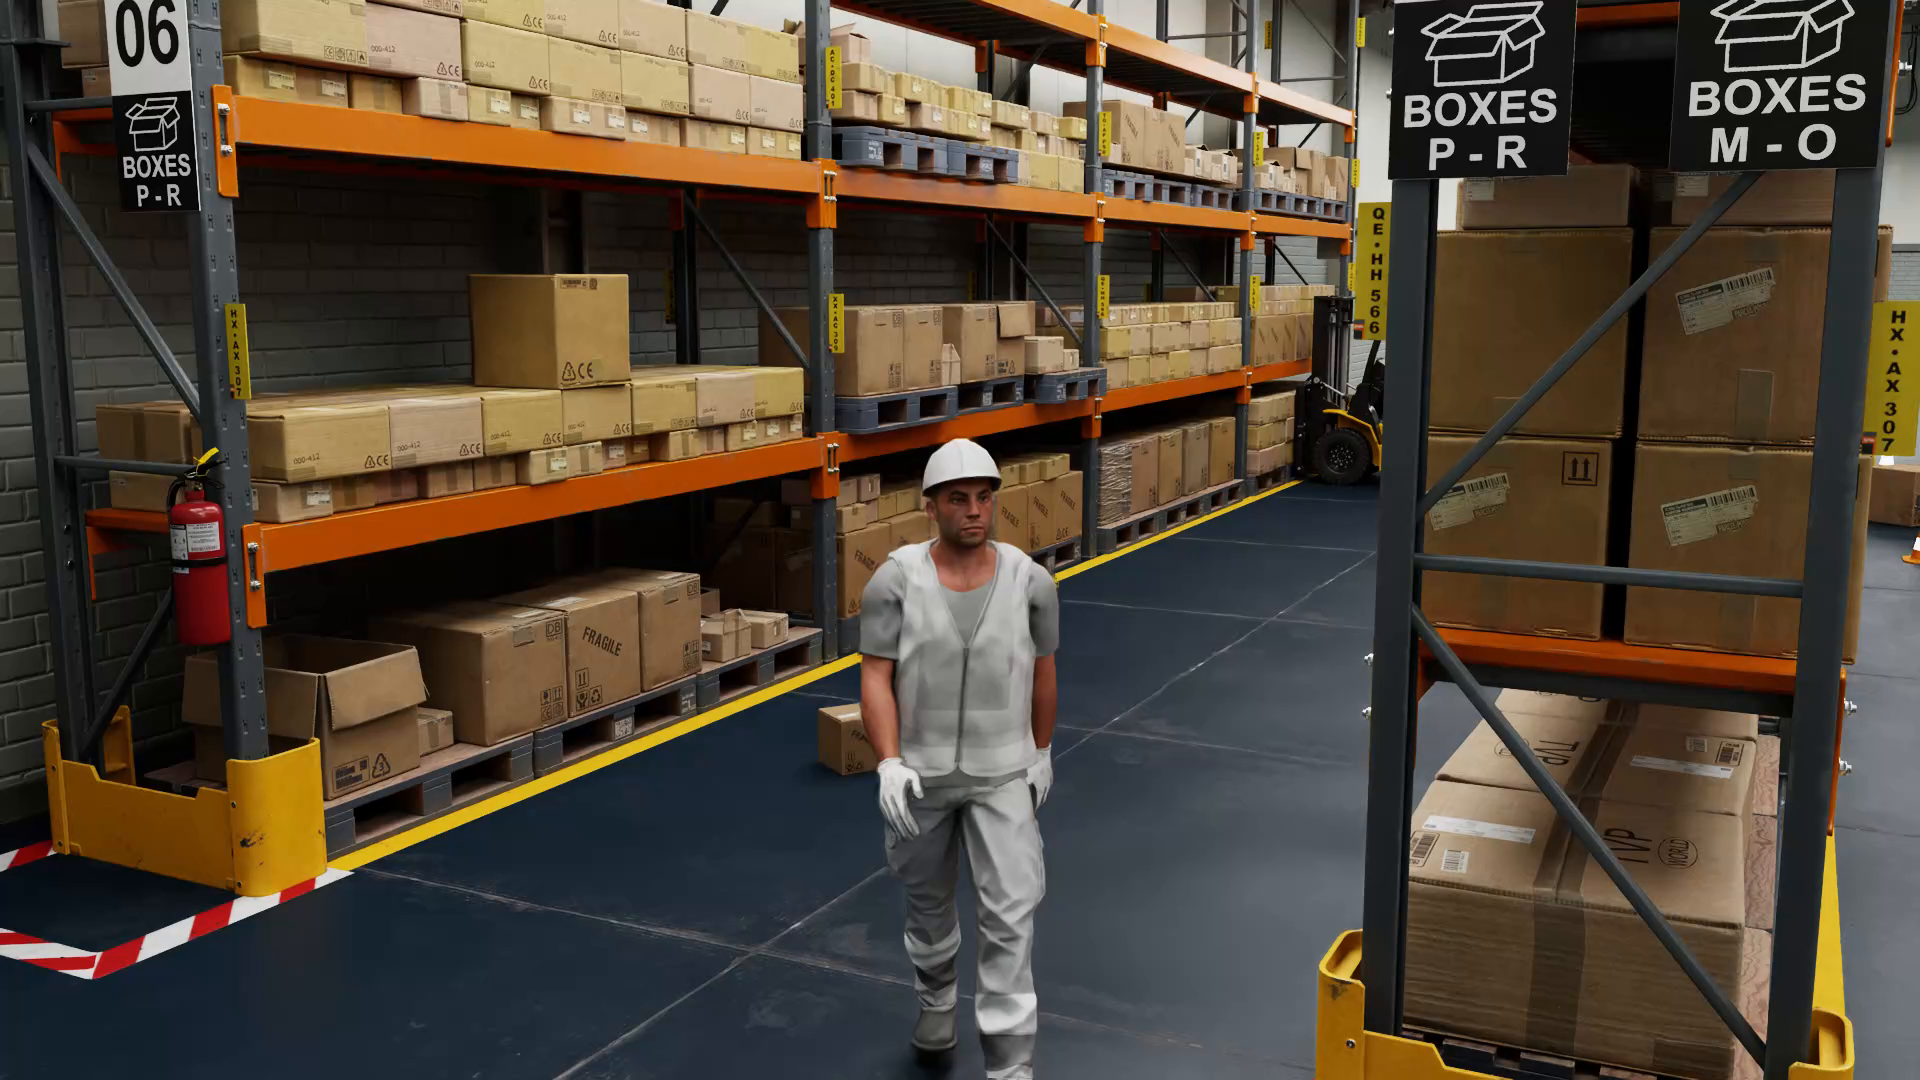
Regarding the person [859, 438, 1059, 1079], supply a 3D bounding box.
[{"bbox_3d":[0.004,0.615,4.262,0.528,1.735,1.000,0,9,-1],"label":"person"}]
